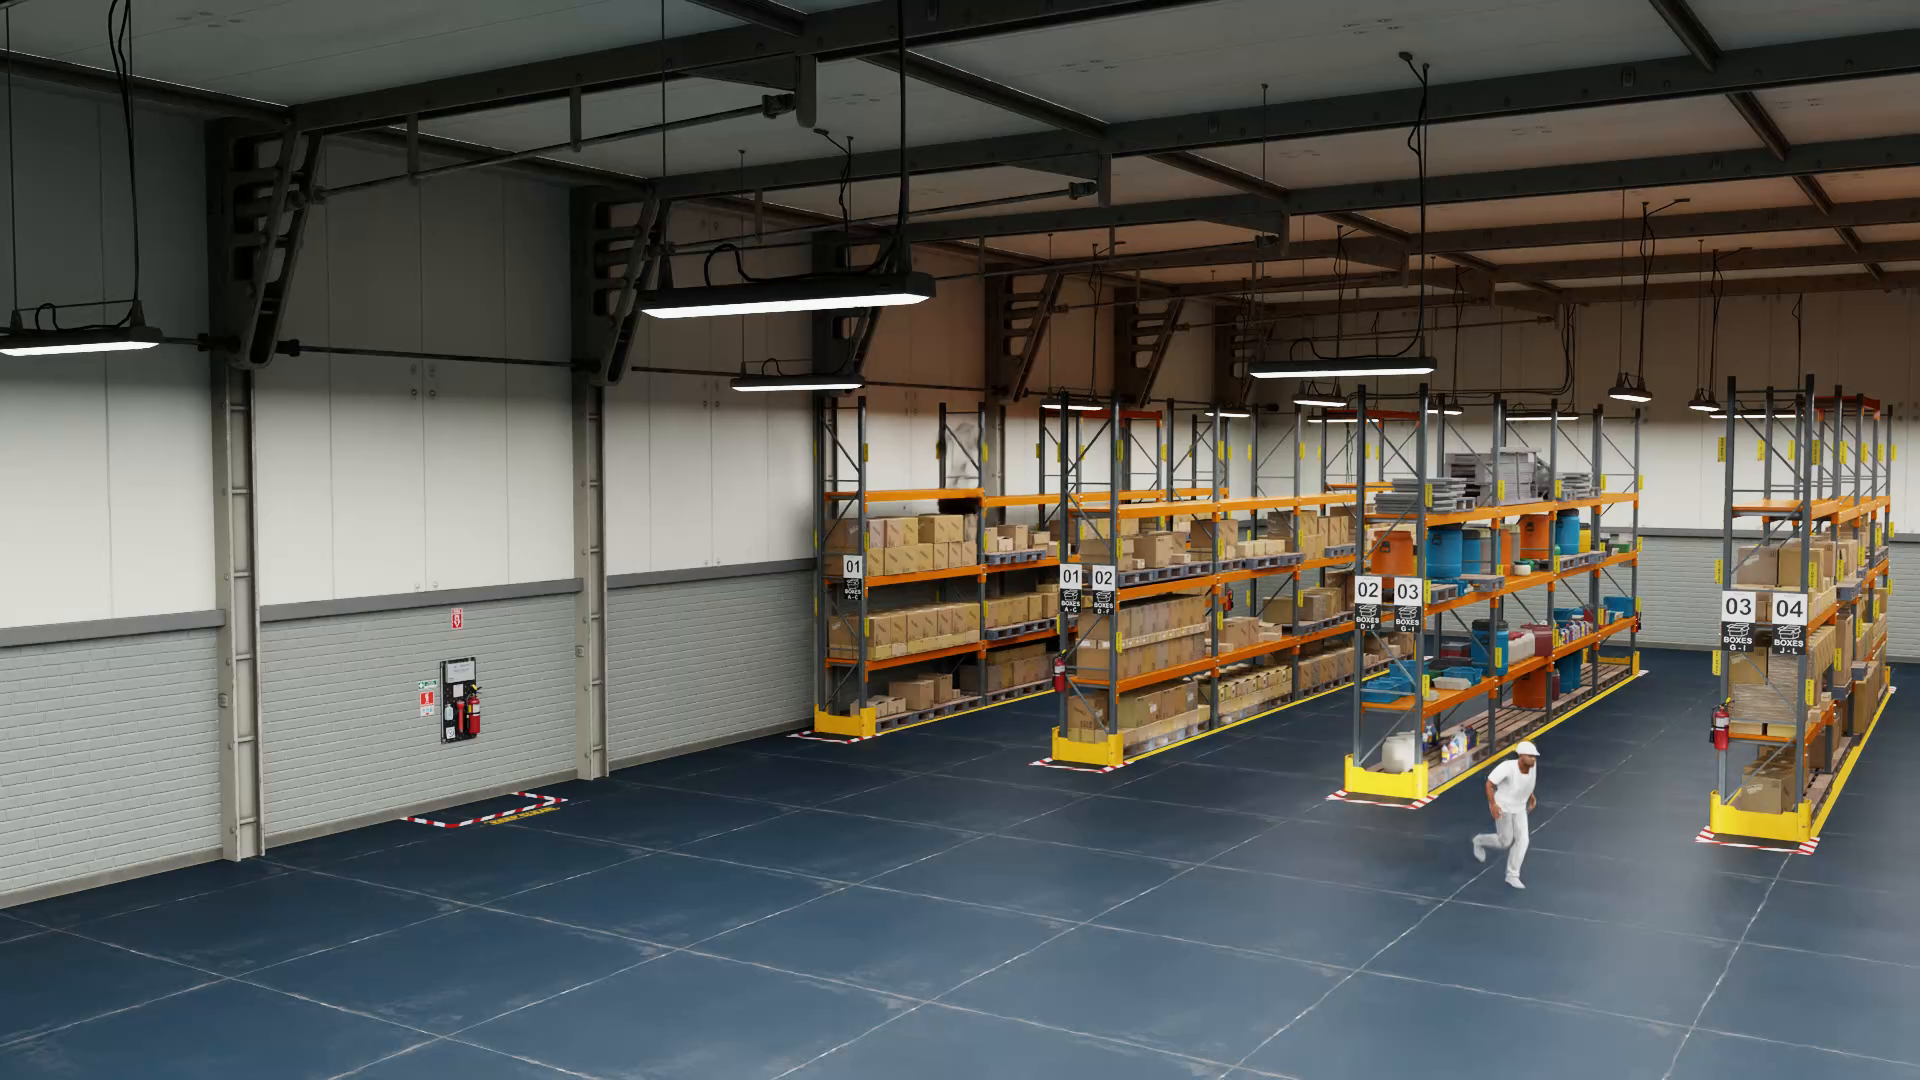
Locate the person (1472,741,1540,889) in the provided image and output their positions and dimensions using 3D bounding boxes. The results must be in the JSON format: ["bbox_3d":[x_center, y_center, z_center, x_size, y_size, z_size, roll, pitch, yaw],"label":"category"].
[{"bbox_3d":[6.384,3.157,19.427,0.701,1.708,0.943,-2,3,-31],"label":"person"}]
